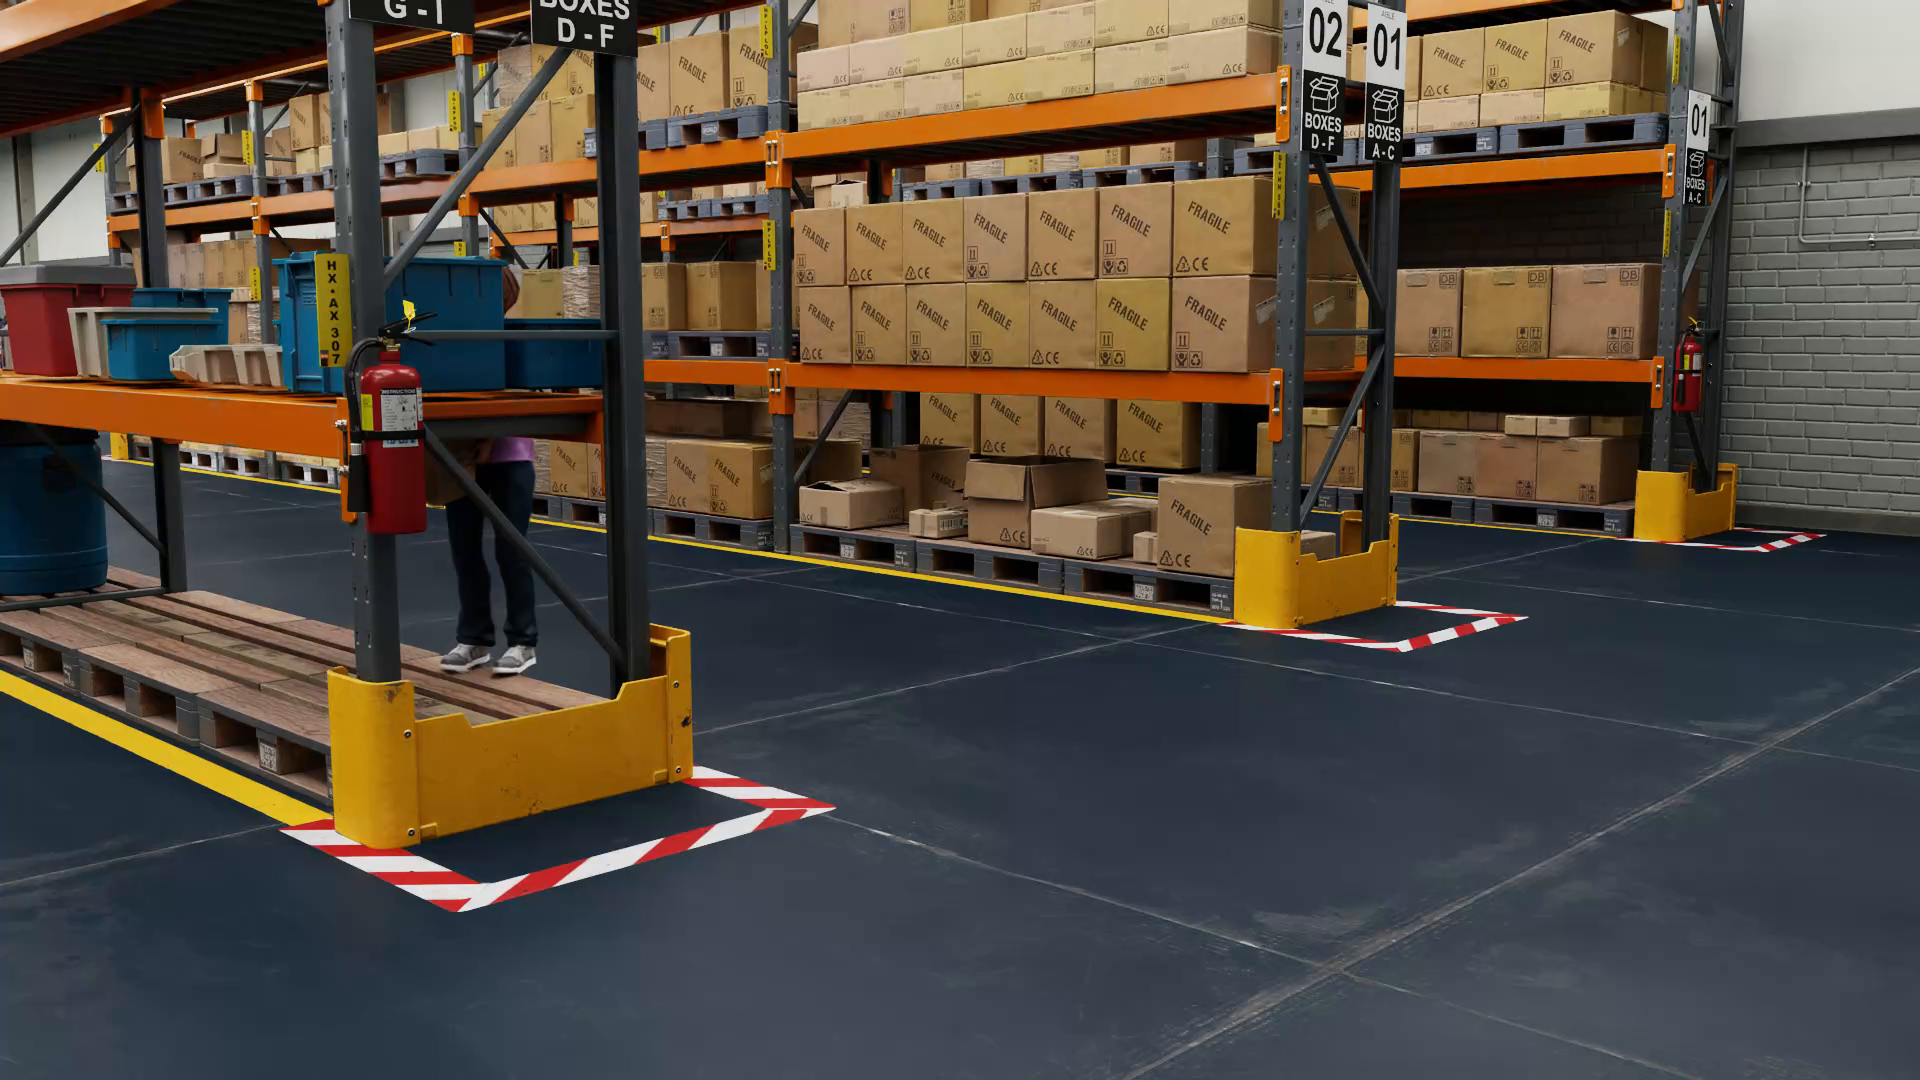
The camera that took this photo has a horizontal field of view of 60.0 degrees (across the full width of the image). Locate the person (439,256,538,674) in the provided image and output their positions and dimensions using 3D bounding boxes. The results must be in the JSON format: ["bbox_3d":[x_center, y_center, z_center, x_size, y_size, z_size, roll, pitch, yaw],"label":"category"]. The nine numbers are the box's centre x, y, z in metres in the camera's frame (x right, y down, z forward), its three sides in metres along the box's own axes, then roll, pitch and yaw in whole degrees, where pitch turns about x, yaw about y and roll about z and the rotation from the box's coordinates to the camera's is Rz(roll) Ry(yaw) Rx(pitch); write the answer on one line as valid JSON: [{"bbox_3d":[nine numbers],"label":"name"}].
[{"bbox_3d":[-1.837,-0.279,6.336,0.425,1.596,0.490,2,8,16],"label":"person"}]
